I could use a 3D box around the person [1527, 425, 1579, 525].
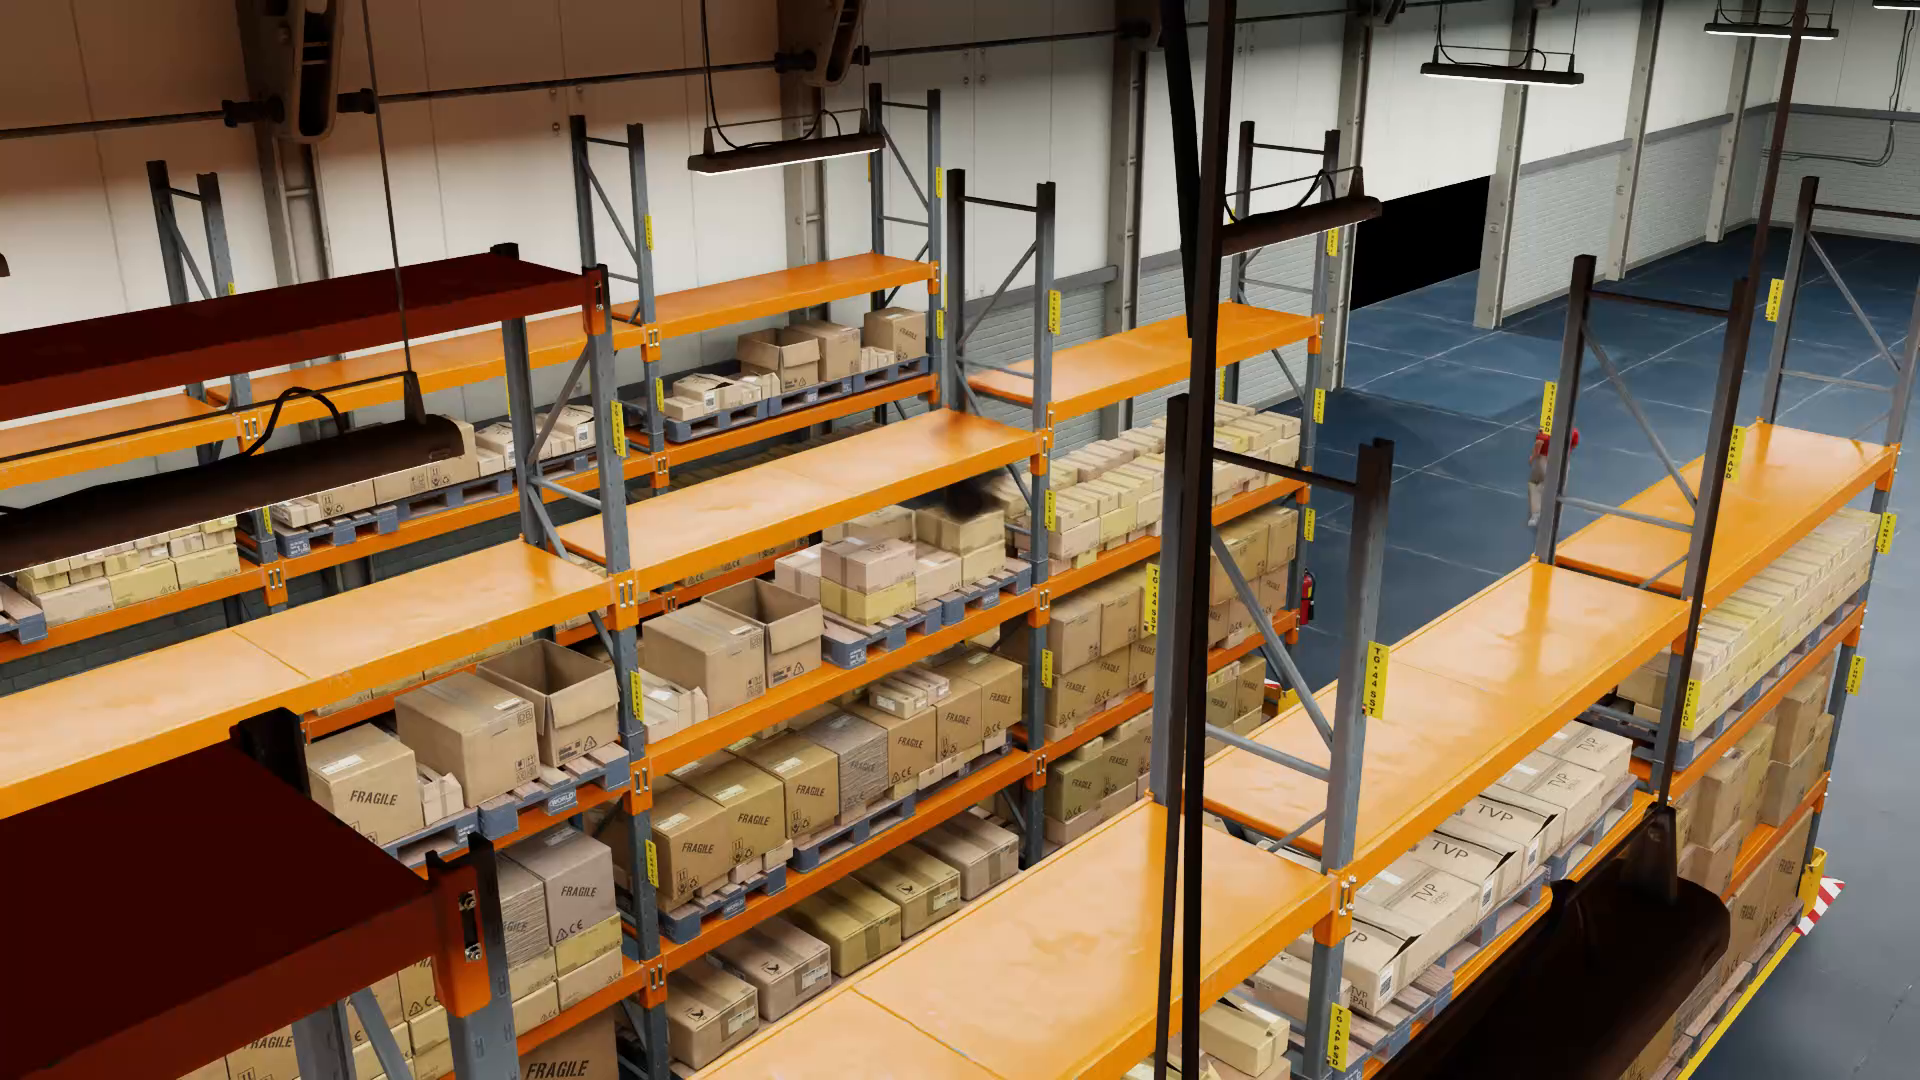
[{"bbox_3d":[7.859,-0.962,22.162,0.637,1.768,0.736,1,21,4],"label":"person"}]
